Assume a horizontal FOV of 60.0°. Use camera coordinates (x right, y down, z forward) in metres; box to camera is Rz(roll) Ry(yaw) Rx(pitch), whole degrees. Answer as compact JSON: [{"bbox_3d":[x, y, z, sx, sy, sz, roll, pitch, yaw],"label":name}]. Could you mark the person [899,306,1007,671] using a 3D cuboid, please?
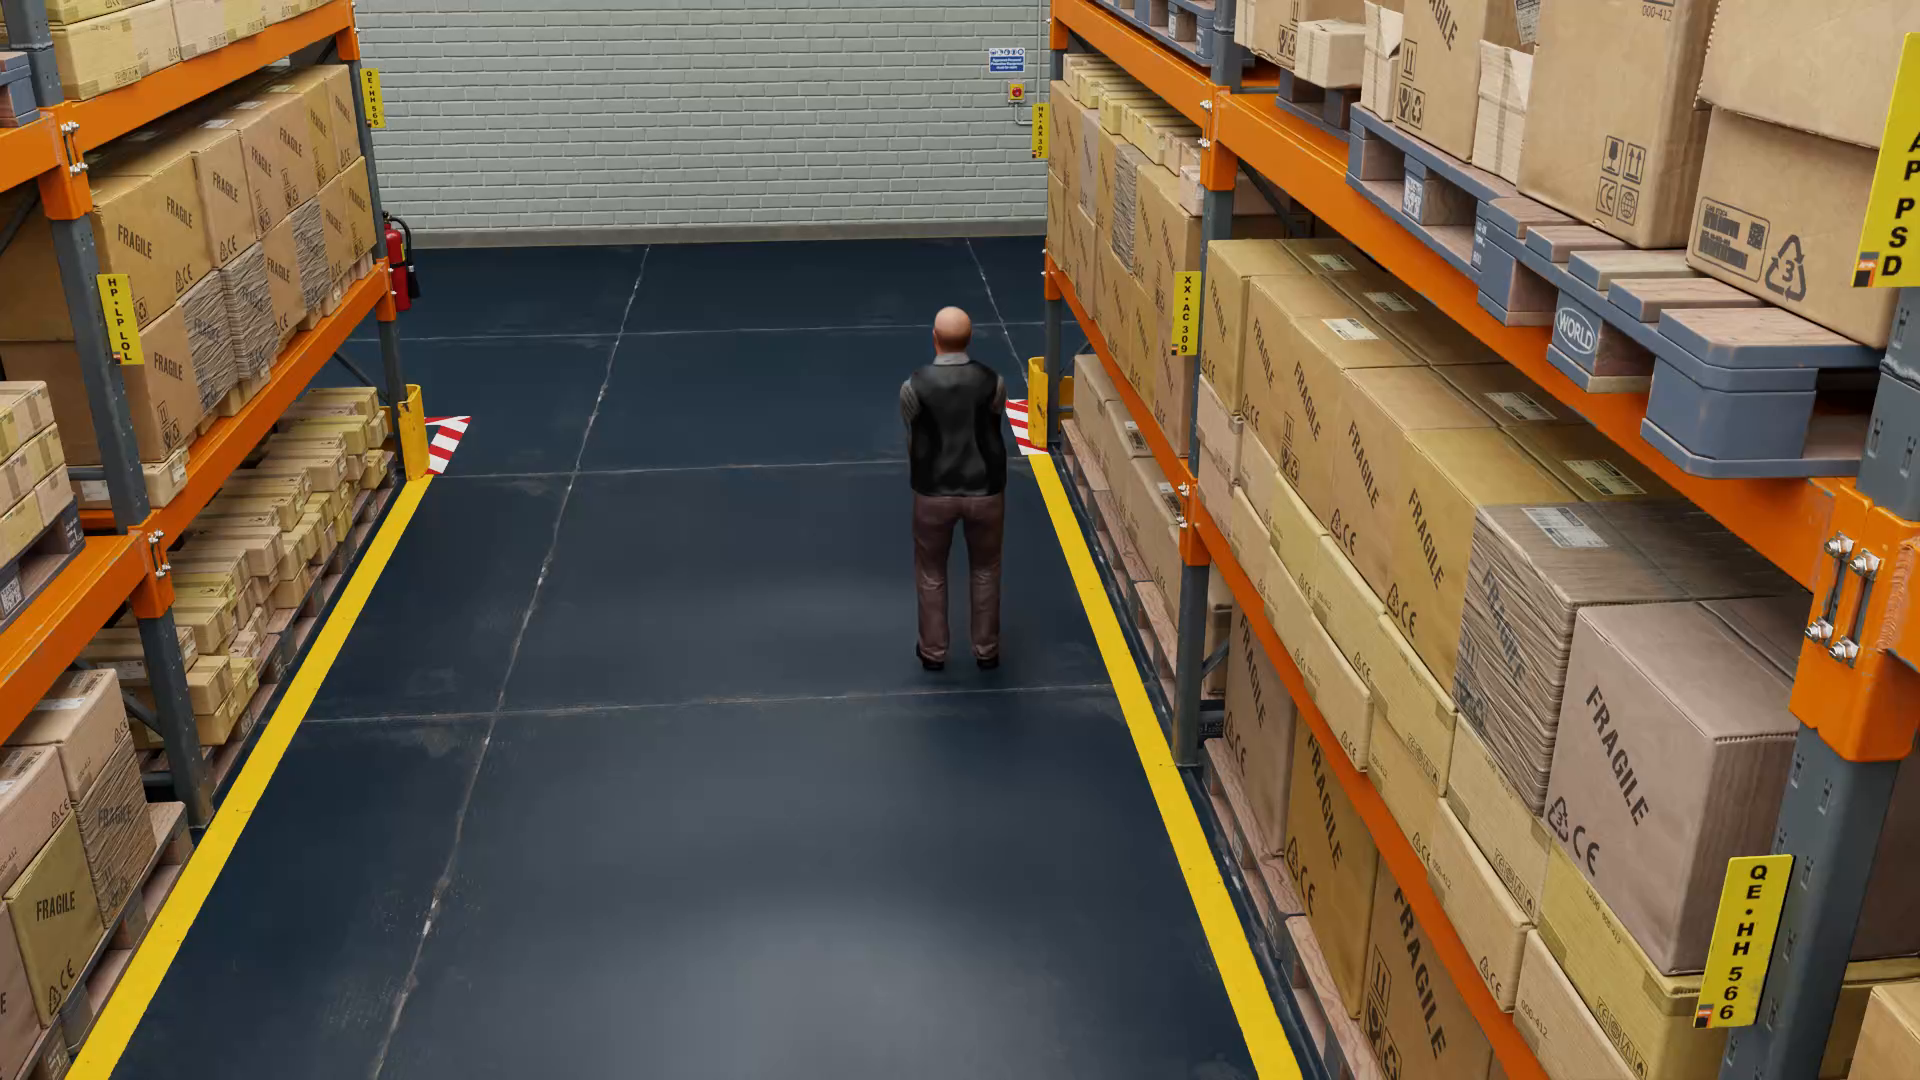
[{"bbox_3d":[-0.033,-0.246,7.712,0.487,1.713,0.577,-2,24,-6],"label":"person"}]
